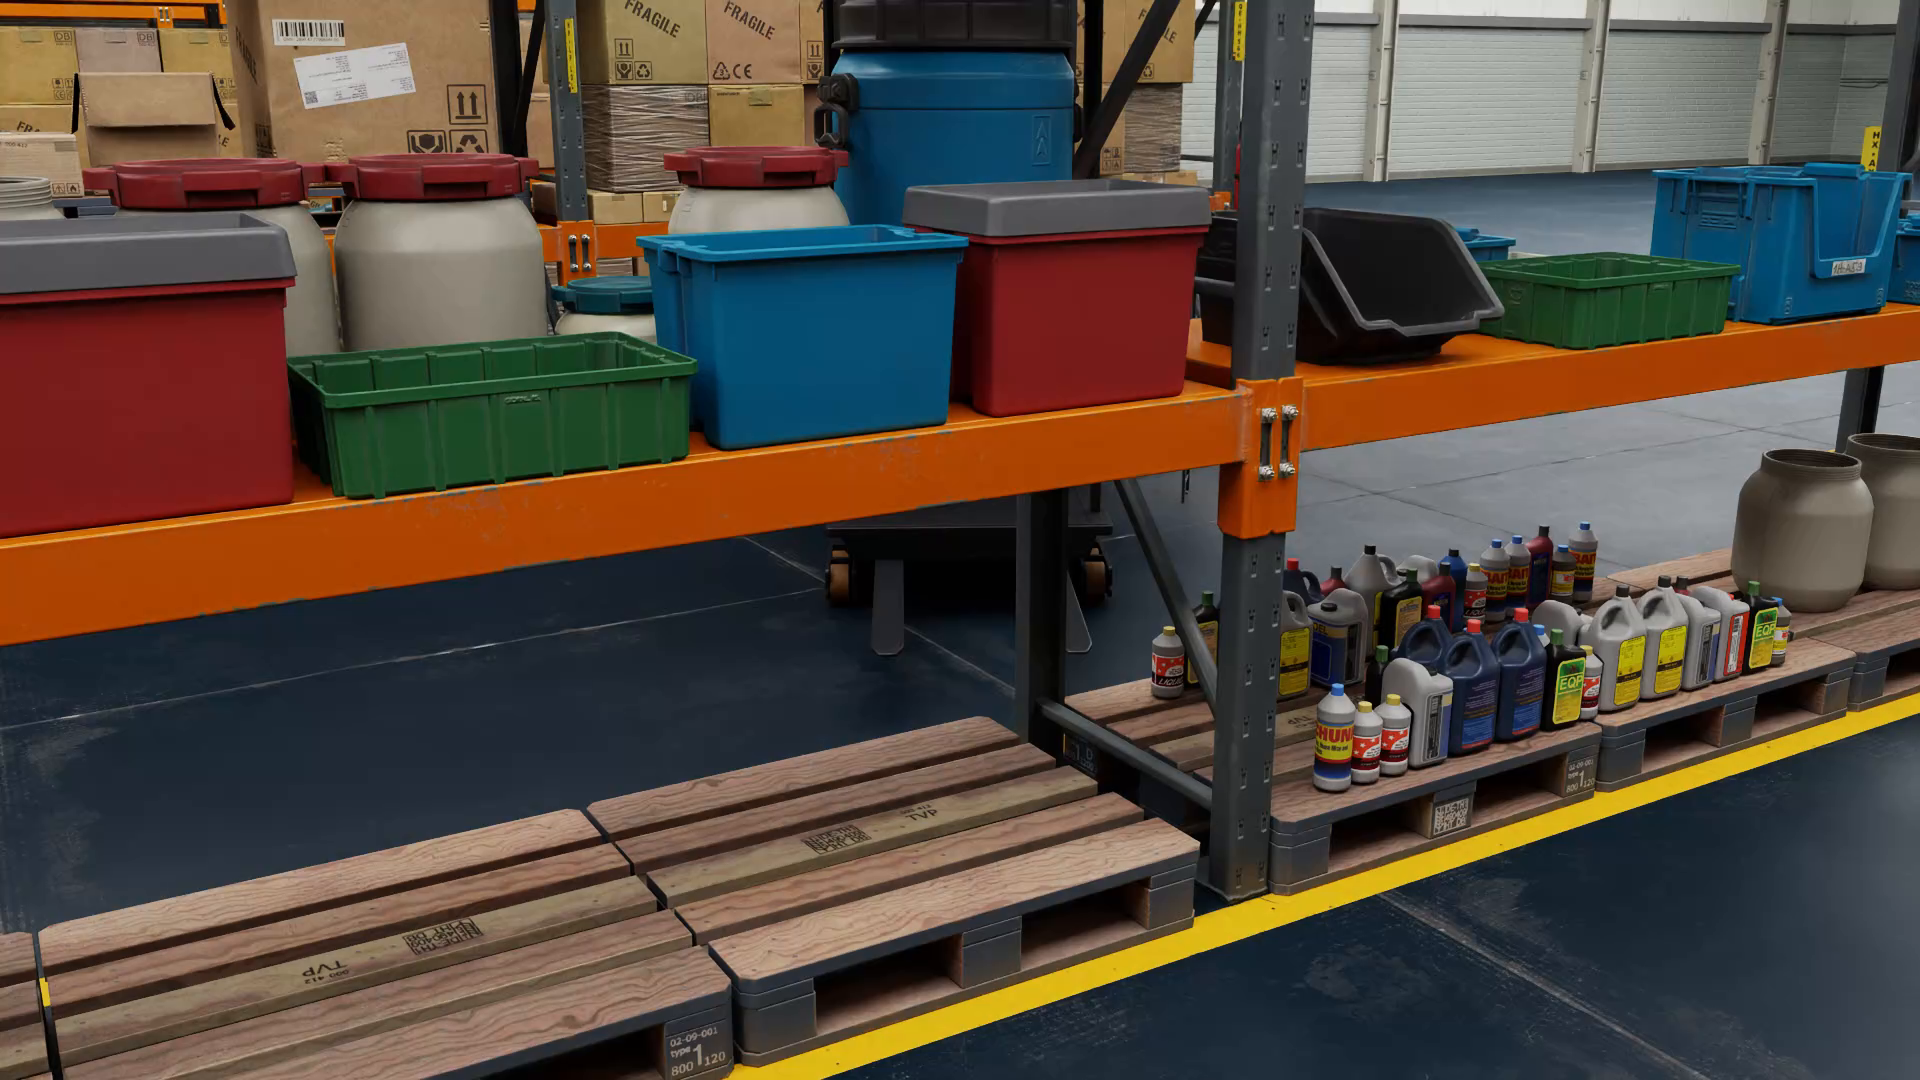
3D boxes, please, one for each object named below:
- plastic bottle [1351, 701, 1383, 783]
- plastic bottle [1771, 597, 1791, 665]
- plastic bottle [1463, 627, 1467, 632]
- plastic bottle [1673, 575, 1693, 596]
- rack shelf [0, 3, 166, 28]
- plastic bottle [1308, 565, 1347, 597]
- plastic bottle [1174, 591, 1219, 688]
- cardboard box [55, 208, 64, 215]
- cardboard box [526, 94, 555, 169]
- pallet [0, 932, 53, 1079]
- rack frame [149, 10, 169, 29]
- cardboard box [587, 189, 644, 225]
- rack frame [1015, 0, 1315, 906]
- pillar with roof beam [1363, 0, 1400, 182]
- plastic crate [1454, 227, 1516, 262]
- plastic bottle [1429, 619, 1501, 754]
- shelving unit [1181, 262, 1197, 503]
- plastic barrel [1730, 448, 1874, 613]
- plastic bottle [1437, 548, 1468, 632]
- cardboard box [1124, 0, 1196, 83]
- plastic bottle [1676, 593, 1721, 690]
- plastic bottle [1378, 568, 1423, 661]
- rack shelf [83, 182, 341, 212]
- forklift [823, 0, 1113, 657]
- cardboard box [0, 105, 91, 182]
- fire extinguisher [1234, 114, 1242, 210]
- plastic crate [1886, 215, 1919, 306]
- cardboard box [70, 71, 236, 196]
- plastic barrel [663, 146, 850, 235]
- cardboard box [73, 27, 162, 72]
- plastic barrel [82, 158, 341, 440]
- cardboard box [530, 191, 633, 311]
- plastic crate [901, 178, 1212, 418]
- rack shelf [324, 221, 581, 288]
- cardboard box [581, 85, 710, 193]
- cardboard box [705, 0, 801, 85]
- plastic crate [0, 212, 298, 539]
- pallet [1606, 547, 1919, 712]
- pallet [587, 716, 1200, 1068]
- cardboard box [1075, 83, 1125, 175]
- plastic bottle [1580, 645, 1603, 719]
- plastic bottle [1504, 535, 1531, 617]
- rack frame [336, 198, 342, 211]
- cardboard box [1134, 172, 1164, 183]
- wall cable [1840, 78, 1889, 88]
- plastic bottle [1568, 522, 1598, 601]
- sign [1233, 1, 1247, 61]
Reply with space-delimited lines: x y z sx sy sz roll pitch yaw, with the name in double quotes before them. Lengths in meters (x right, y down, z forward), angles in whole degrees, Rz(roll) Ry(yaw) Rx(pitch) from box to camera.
"plastic bottle" 1.055 0.523 4.356 0.097 0.201 0.097 0 16 0
"plastic bottle" 2.549 0.281 5.220 0.097 0.201 0.097 0 16 0
"plastic bottle" 1.436 0.382 4.729 0.097 0.271 0.097 0 16 0
"plastic bottle" 2.264 0.245 5.194 0.133 0.283 0.061 -9 18 -30
"rack shelf" -11.460 -6.062 19.254 4.000 0.370 1.077 -9 18 -30
"plastic bottle" 1.155 0.225 5.266 0.133 0.283 0.061 -8 17 -26
"plastic bottle" 0.711 0.297 5.009 0.133 0.283 0.061 -8 18 -27
"cardboard box" -10.856 -4.120 20.171 0.625 0.625 0.875 -9 18 -30
"cardboard box" -3.256 -3.219 13.057 0.550 0.550 0.875 -9 18 -30
"pallet" -2.276 1.145 2.936 1.213 0.211 1.003 -9 18 -30
"rack frame" -9.745 -5.242 20.553 0.127 3.000 1.000 -9 18 -30
"cardboard box" -1.743 -1.641 8.171 0.250 0.149 0.380 -9 18 -30
"rack frame" 0.469 -0.655 4.191 0.127 3.000 1.000 -9 18 -30
"pillar with roof beam" 10.269 -10.305 27.498 0.400 9.000 9.100 -9 18 -30
"plastic crate" 1.278 -0.800 4.984 0.616 0.251 0.499 -9 18 -30
"plastic bottle" 1.374 0.392 4.547 0.185 0.351 0.144 -9 18 -28
"shelving unit" 0.868 -0.804 8.053 0.503 1.200 0.258 4 16 12
"plastic barrel" 2.943 -0.037 5.815 0.421 0.512 0.421 0 16 0
"plastic bottle" 1.630 0.160 5.521 0.097 0.271 0.097 0 16 0
"cardboard box" 1.003 -2.897 9.597 0.500 0.500 0.500 -9 18 -30
"plastic bottle" 2.200 0.293 5.039 0.135 0.276 0.152 -10 18 -31
"plastic bottle" 1.389 0.233 5.239 0.133 0.283 0.061 -9 18 -30
"rack shelf" -6.264 -2.339 11.528 4.000 0.370 1.077 -9 18 -30
"forklift" 0.021 -1.243 6.414 1.130 2.935 3.031 -1 16 -2
"cardboard box" -6.160 -2.665 11.175 0.500 0.500 0.500 -9 18 -30
"fire extinguisher" 1.682 -2.229 9.949 0.183 0.674 0.296 -9 18 -30
"plastic crate" 3.063 -0.912 5.382 0.408 0.251 0.499 -9 18 -30
"cardboard box" -3.520 -1.791 7.272 0.637 0.503 0.797 -7 17 -24
"plastic barrel" -0.464 -0.639 3.879 0.433 0.535 0.433 0 16 0
"cardboard box" -5.846 -3.280 11.516 0.500 0.500 0.700 -9 18 -29
"plastic barrel" -1.464 -0.476 3.301 0.433 0.535 0.433 0 16 0
"cardboard box" -3.204 -2.340 13.357 0.875 0.875 0.875 -9 18 -29
"plastic crate" 0.211 -0.548 3.689 0.583 0.464 0.402 -9 18 -30
"rack shelf" -3.796 -1.177 7.384 4.000 0.370 1.077 -9 18 -30
"cardboard box" -1.664 -2.041 8.397 0.500 0.500 0.875 -9 18 -30
"cardboard box" -1.138 -2.548 8.353 0.500 0.500 0.500 -9 18 -30
"plastic crate" -1.417 -0.284 2.747 0.583 0.464 0.402 -9 18 -30
"pallet" 3.157 0.264 6.076 1.213 0.211 1.003 -9 18 -30
"pallet" -0.184 0.805 4.146 1.213 0.211 1.003 -9 18 -30
"cardboard box" 0.494 -2.381 9.612 0.500 0.500 0.875 -9 18 -30
"plastic bottle" 1.791 0.404 4.781 0.097 0.201 0.097 0 16 0
"plastic bottle" 1.889 0.118 5.671 0.097 0.271 0.097 0 16 0
"rack frame" -4.550 -2.963 12.423 0.127 3.000 1.000 -9 18 -30
"cardboard box" 0.994 -2.114 9.861 0.250 0.149 0.380 -9 18 -30
"wall cable" 21.544 -11.577 37.791 0.112 2.526 3.097 -9 18 -30
"plastic bottle" 2.183 0.070 5.841 0.097 0.271 0.097 0 16 0
"sign" 1.615 -2.936 9.595 0.005 0.325 0.100 -9 18 -30
